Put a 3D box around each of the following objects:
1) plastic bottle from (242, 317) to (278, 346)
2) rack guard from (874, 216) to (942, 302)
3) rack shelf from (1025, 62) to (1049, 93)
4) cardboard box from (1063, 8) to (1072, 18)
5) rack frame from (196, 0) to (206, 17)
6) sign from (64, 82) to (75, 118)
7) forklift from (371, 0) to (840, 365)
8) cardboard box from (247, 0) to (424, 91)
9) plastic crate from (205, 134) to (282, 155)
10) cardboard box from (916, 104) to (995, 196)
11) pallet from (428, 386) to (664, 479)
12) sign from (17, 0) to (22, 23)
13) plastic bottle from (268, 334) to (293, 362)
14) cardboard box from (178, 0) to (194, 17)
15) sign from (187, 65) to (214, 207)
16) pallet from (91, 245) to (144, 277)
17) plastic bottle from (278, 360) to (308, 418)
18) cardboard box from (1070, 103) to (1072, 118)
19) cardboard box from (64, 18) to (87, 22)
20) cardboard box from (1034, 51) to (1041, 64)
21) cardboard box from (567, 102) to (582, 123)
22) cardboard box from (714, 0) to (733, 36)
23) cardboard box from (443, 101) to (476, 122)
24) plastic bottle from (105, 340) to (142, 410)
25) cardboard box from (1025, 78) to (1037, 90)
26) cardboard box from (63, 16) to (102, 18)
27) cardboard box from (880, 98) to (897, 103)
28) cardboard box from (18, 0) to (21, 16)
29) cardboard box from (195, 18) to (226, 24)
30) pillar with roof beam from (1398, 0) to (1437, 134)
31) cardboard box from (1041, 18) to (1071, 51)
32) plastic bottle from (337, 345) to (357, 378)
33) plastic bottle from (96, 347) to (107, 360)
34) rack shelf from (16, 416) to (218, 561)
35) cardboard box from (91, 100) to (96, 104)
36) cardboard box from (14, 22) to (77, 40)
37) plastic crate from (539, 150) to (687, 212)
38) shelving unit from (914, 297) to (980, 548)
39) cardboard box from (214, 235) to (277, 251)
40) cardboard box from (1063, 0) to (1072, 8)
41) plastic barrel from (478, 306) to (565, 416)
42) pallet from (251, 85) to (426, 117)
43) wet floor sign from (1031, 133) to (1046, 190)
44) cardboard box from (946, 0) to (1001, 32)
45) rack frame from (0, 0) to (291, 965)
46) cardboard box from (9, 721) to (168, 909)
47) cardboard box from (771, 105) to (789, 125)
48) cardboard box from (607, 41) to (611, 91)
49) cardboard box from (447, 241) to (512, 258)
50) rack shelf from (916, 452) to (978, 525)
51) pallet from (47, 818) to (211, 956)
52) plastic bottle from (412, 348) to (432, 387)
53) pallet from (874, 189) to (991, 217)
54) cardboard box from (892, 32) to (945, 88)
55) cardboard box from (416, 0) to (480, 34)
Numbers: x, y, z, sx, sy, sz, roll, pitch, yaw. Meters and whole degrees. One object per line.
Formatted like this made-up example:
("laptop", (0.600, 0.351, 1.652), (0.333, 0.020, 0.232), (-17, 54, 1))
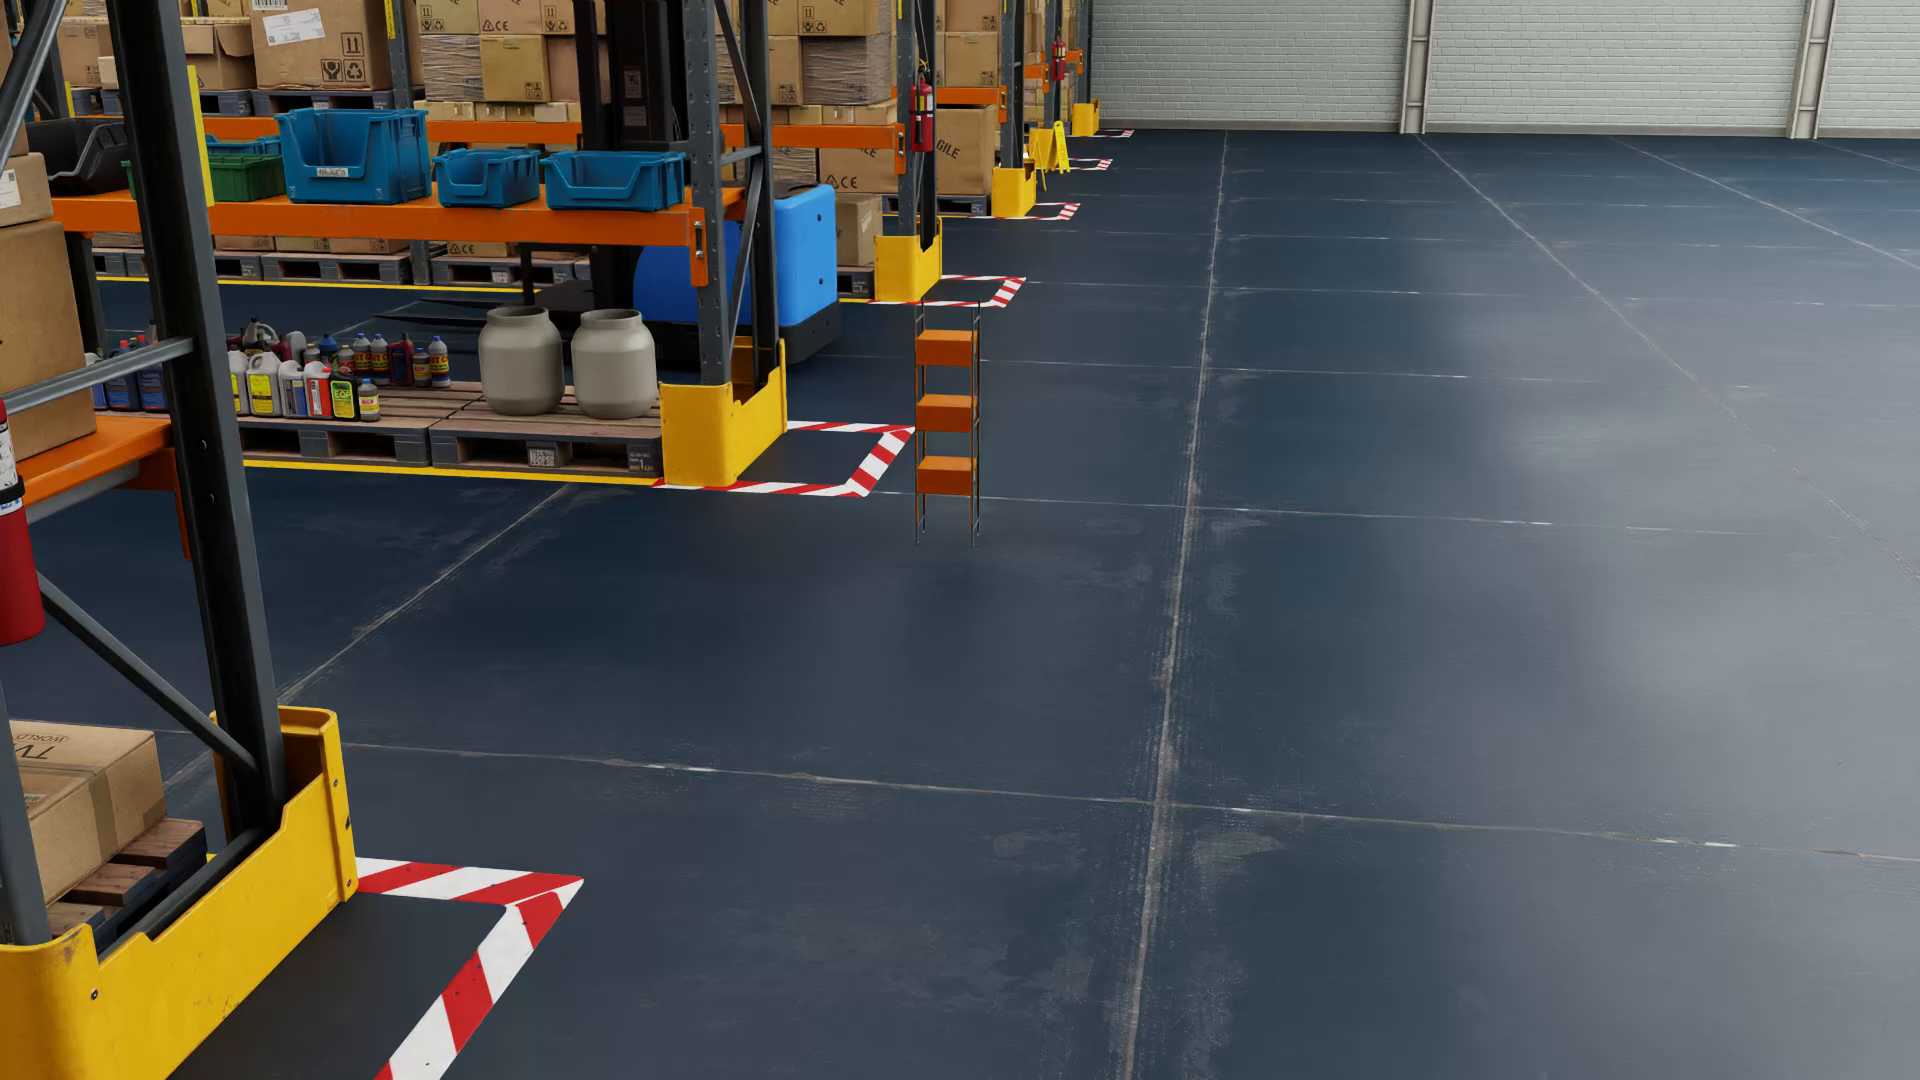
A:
("plastic bottle", (-3.874, -1.062, 9.233), (0.185, 0.351, 0.144), (3, 19, 8))
("rack guard", (-0.404, -2.247, 13.230), (0.348, 0.500, 1.175), (3, 19, 9))
("rack shelf", (-0.732, -6.293, 22.516), (4.000, 0.370, 1.077), (3, 19, 9))
("cardboard box", (1.640, -8.373, 26.420), (0.250, 0.149, 0.380), (3, 19, 9))
("rack frame", (-10.605, -7.137, 23.906), (0.127, 3.000, 1.000), (3, 19, 9))
("sign", (-4.966, -2.381, 9.256), (0.005, 0.325, 0.100), (3, 19, 9))
("forklift", (-2.378, -2.671, 10.668), (3.031, 2.935, 1.130), (4, 19, 12))
("cardboard box", (-5.040, -4.197, 13.513), (1.000, 1.000, 1.000), (3, 19, 9))
("plastic crate", (-3.928, -2.037, 8.898), (0.616, 0.251, 0.499), (3, 19, 9))
("cardboard box", (-0.122, -4.182, 17.762), (0.875, 0.875, 0.875), (3, 19, 9))
("pallet", (-1.998, -0.586, 8.722), (1.213, 0.211, 1.003), (3, 19, 9))
("sign", (-8.151, -4.513, 14.364), (0.005, 0.325, 0.100), (3, 19, 9))
("plastic bottle", (-3.730, -0.988, 9.115), (0.133, 0.283, 0.061), (3, 19, 9))
("cardboard box", (-11.115, -7.596, 23.544), (0.500, 0.500, 0.500), (3, 19, 8))
("sign", (-1.810, -0.947, 3.916), (0.005, 0.325, 0.100), (3, 19, 9))
("pallet", (-7.456, -2.469, 14.349), (1.213, 0.211, 1.003), (3, 19, 9))
("plastic bottle", (-3.379, -0.777, 8.497), (0.135, 0.276, 0.152), (2, 19, 7))
("cardboard box", (1.573, -7.070, 27.376), (0.500, 0.250, 0.500), (3, 19, 9))
("cardboard box", (-9.698, -5.715, 18.452), (0.250, 0.149, 0.380), (4, 19, 11))
("cardboard box", (0.941, -6.496, 22.386), (0.250, 0.149, 0.380), (3, 19, 9))
("cardboard box", (-2.875, -3.350, 12.985), (0.250, 0.149, 0.380), (3, 19, 9))
("cardboard box", (-1.899, -4.091, 12.599), (0.500, 0.500, 0.500), (3, 19, 9))
("cardboard box", (-3.869, -3.389, 13.100), (0.250, 0.149, 0.380), (3, 19, 9))
("plastic bottle", (-4.333, -0.860, 8.627), (0.185, 0.351, 0.144), (3, 19, 10))
("cardboard box", (1.018, -7.407, 26.809), (0.500, 0.250, 0.500), (3, 19, 10))
("cardboard box", (-10.084, -5.944, 19.138), (0.250, 0.149, 0.380), (3, 19, 8))
("cardboard box", (-0.572, -3.398, 13.128), (0.250, 0.149, 0.380), (3, 19, 9))
("cardboard box", (-13.614, -7.723, 23.923), (0.500, 0.500, 0.500), (2, 19, 7))
("cardboard box", (-8.145, -5.636, 18.218), (0.250, 0.149, 0.380), (3, 19, 8))
("pillar with roof beam", (6.723, -9.600, 21.813), (0.400, 9.000, 9.100), (3, 19, 9))
("cardboard box", (1.499, -8.078, 26.562), (0.500, 0.500, 0.500), (3, 19, 7))
("plastic bottle", (-3.390, -0.975, 9.205), (0.097, 0.201, 0.097), (0, 18, 0))
("plastic bottle", (-4.479, -0.871, 8.766), (0.133, 0.283, 0.061), (3, 19, 9))
("rack shelf", (-3.878, -0.085, 3.962), (4.000, 0.370, 1.077), (3, 19, 9))
("cardboard box", (-12.982, -6.277, 24.712), (0.875, 0.438, 0.875), (3, 19, 10))
("cardboard box", (-7.688, -4.063, 13.899), (0.500, 0.500, 0.500), (1, 19, 2))
("plastic crate", (-1.656, -1.738, 8.004), (0.616, 0.251, 0.499), (3, 19, 9))
("shelving unit", (-0.053, -0.501, 7.145), (0.252, 1.050, 0.215), (3, 19, 9))
("cardboard box", (-5.901, -2.749, 14.036), (0.500, 0.500, 0.700), (1, 19, 4))
("cardboard box", (1.640, -8.536, 26.440), (0.250, 0.149, 0.380), (3, 19, 9))
("plastic barrel", (-2.271, -0.931, 8.616), (0.421, 0.512, 0.421), (0, 18, 0))
("pallet", (-5.010, -3.623, 13.706), (1.213, 0.211, 1.003), (3, 19, 9))
("wet floor sign", (0.900, -4.480, 19.674), (0.232, 0.644, 0.267), (0, 19, -1))
("cardboard box", (0.198, -5.591, 17.348), (0.550, 0.550, 0.875), (3, 19, 9))
("rack frame", (-1.904, -0.325, 3.547), (0.127, 3.000, 1.000), (3, 19, 9))
("cardboard box", (-2.398, 0.683, 4.206), (0.500, 0.250, 0.500), (3, 19, 9))
("cardboard box", (-1.389, -3.286, 12.791), (0.250, 0.149, 0.380), (3, 19, 9))
("cardboard box", (-2.359, -3.708, 13.032), (0.500, 0.500, 0.875), (3, 19, 9))
("cardboard box", (-3.890, -2.611, 13.656), (0.500, 0.500, 0.500), (2, 19, 7))
("rack shelf", (-0.053, -0.227, 7.236), (0.240, 0.259, 0.215), (3, 19, 9))
("pallet", (-2.665, 0.972, 4.066), (1.213, 0.211, 1.003), (3, 19, 9))
("plastic bottle", (-2.957, -0.952, 9.139), (0.097, 0.201, 0.097), (0, 18, 0))
("pallet", (-0.244, -3.671, 17.941), (1.213, 0.211, 1.003), (3, 19, 9))
("cardboard box", (-0.362, -5.074, 17.503), (0.550, 0.550, 0.875), (3, 19, 9))
("cardboard box", (-3.874, -4.190, 12.897), (0.500, 0.500, 0.500), (3, 19, 9))
